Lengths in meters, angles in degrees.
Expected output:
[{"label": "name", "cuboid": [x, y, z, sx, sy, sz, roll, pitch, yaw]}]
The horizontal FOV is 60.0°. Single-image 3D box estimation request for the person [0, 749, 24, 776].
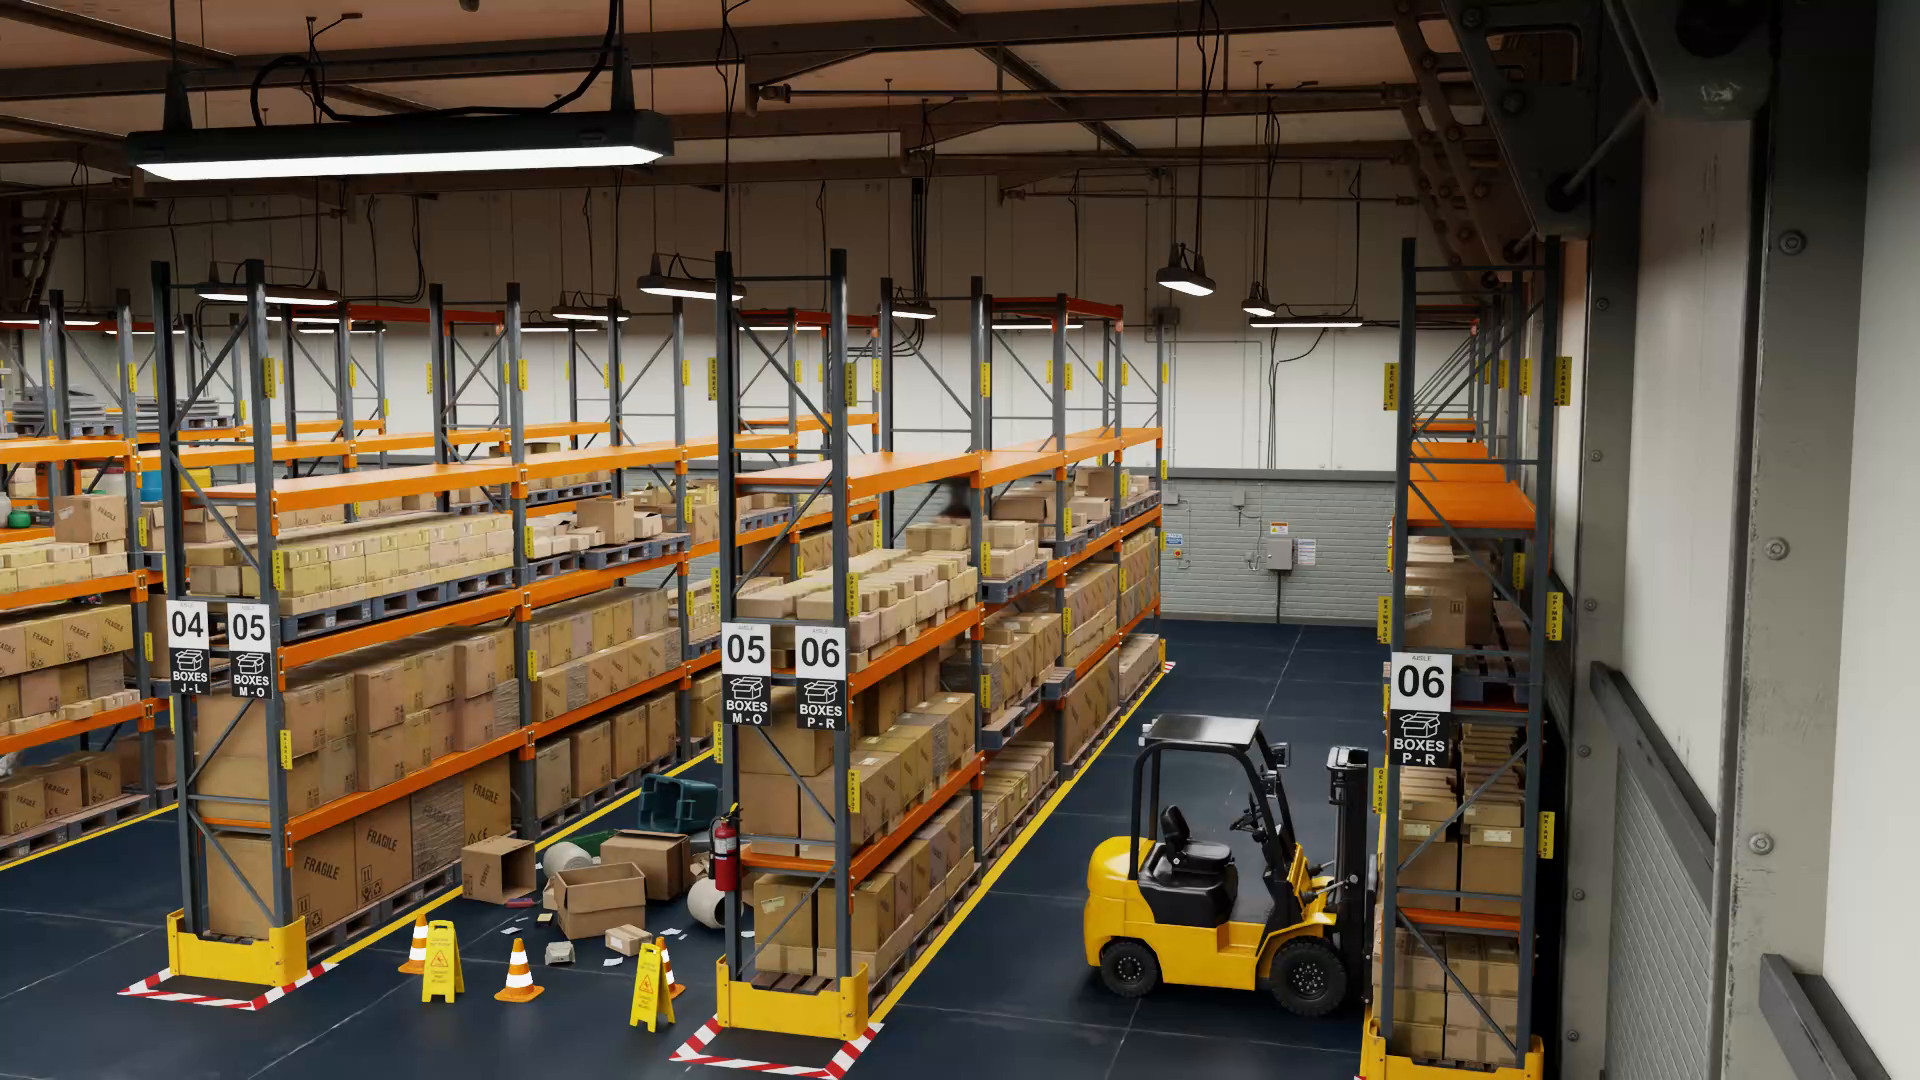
[{"label": "person", "cuboid": [-11.311, 2.186, 19.712, 0.428, 1.786, 0.654, 0, 6, -5]}]
